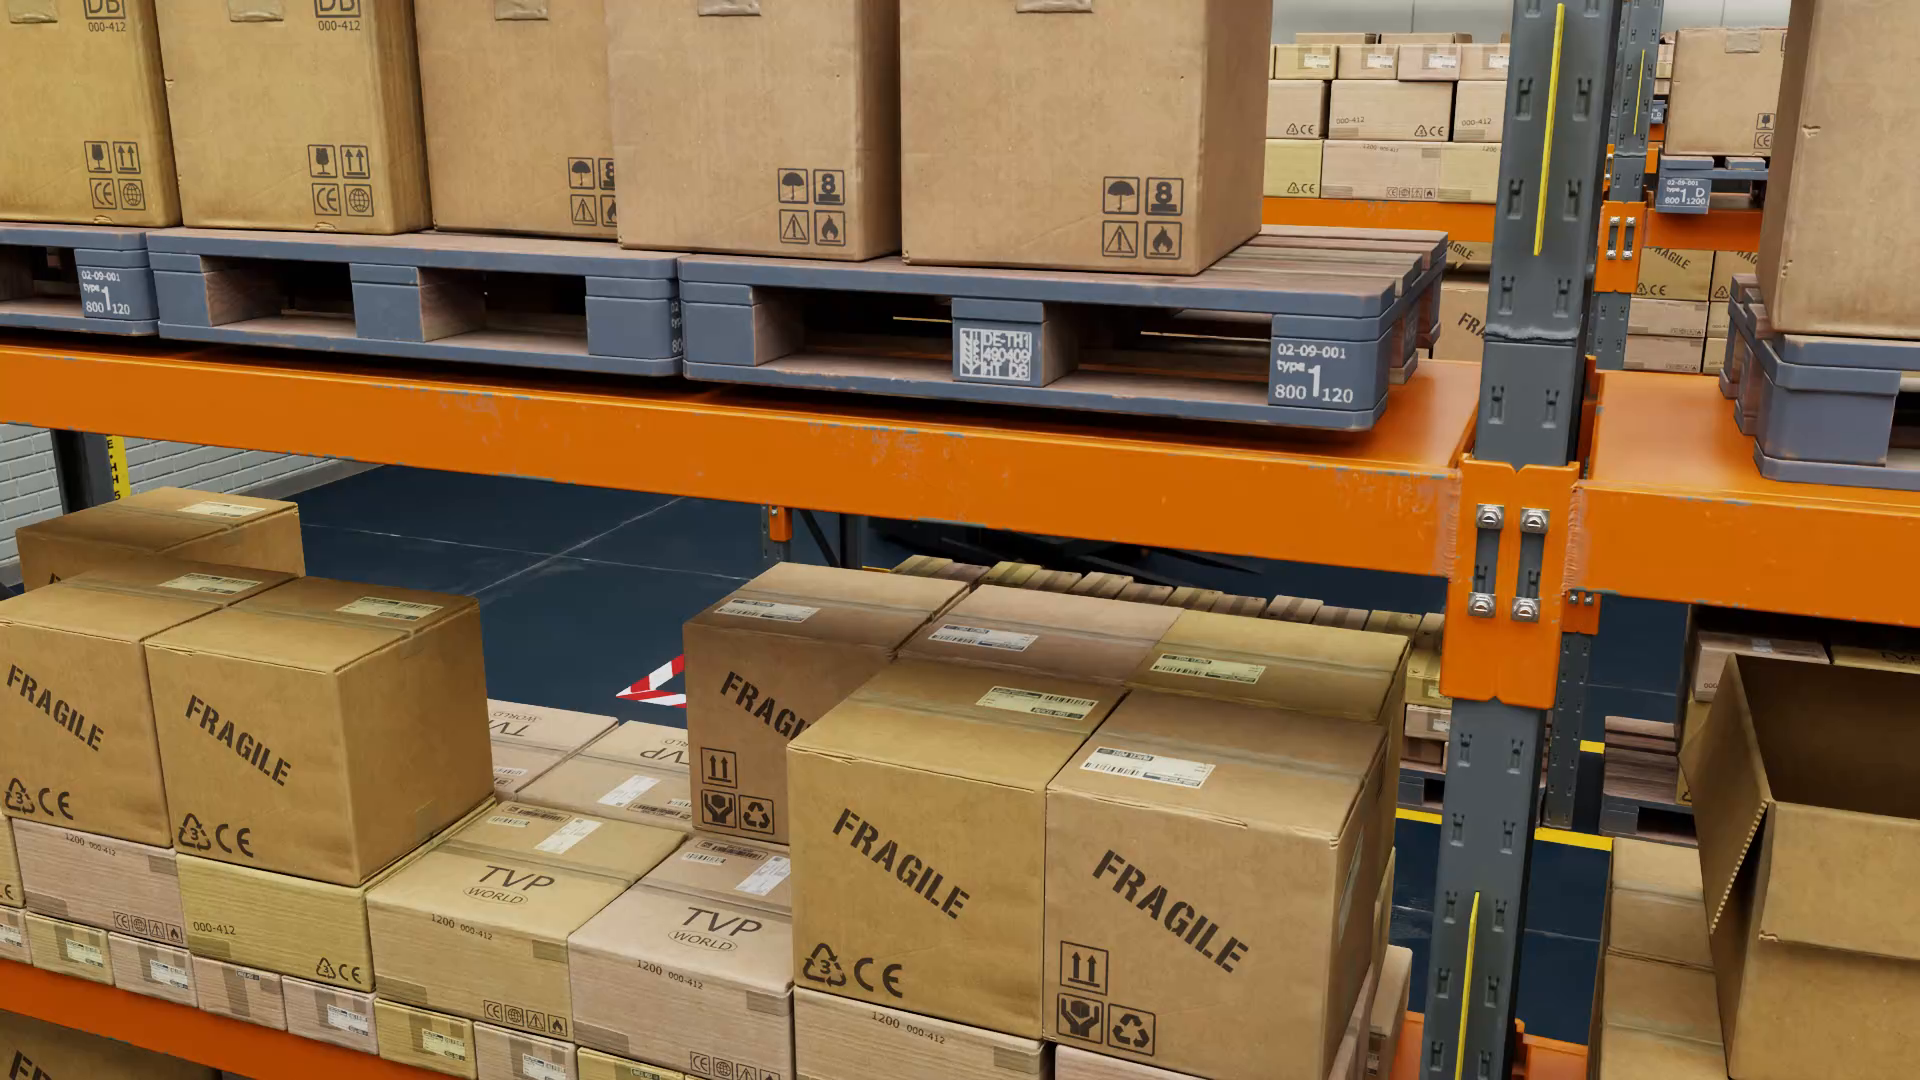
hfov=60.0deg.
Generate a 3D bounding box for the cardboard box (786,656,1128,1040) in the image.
[{"bbox_3d":[0.007,0.570,3.220,0.500,0.500,0.500,6,17,21],"label":"cardboard box"}]

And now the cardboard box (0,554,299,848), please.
[{"bbox_3d":[-1.911,0.361,3.939,0.500,0.500,0.500,6,17,19],"label":"cardboard box"}]

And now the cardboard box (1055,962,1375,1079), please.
[{"bbox_3d":[0.490,0.983,3.142,0.500,0.250,0.500,6,17,20],"label":"cardboard box"}]

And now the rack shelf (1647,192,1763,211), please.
[{"bbox_3d":[4.772,-1.264,6.577,3.809,0.052,0.919,6,17,21],"label":"rack shelf"}]

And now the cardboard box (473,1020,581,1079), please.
[{"bbox_3d":[-0.838,1.048,3.635,0.250,0.149,0.380,7,17,22],"label":"cardboard box"}]

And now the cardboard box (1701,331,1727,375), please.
[{"bbox_3d":[5.428,-1.301,11.544,0.500,0.250,0.500,6,17,19],"label":"cardboard box"}]

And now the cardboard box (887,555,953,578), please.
[{"bbox_3d":[-0.224,0.216,9.342,0.250,0.149,0.380,6,17,21],"label":"cardboard box"}]

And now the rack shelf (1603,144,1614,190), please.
[{"bbox_3d":[2.773,-2.839,12.482,4.000,0.370,1.077,6,17,21],"label":"rack shelf"}]

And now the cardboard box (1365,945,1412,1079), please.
[{"bbox_3d":[0.844,1.035,3.678,0.250,0.149,0.380,6,17,21],"label":"cardboard box"}]

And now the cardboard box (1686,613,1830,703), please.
[{"bbox_3d":[3.502,0.538,7.326,0.500,0.250,0.500,5,17,18],"label":"cardboard box"}]

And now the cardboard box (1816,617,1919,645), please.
[{"bbox_3d":[4.170,0.460,7.593,0.500,0.250,0.500,7,18,23],"label":"cardboard box"}]

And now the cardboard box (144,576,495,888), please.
[{"bbox_3d":[-1.427,0.413,3.762,0.500,0.500,0.500,6,17,19],"label":"cardboard box"}]

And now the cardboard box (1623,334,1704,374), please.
[{"bbox_3d":[4.946,-1.354,11.725,0.500,0.250,0.500,6,17,19],"label":"cardboard box"}]

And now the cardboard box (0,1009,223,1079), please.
[{"bbox_3d":[-2.099,1.485,4.735,0.875,0.875,0.875,6,17,21],"label":"cardboard box"}]

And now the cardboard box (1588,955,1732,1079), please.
[{"bbox_3d":[1.334,1.095,2.842,0.500,0.500,0.500,6,17,21],"label":"cardboard box"}]

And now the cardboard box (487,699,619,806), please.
[{"bbox_3d":[-1.230,0.636,4.338,0.500,0.250,0.500,6,17,19],"label":"cardboard box"}]

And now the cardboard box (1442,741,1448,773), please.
[{"bbox_3d":[2.422,0.971,7.810,0.250,0.149,0.380,7,17,21],"label":"cardboard box"}]

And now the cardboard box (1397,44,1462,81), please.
[{"bbox_3d":[2.028,-2.045,7.113,0.250,0.149,0.380,6,17,21],"label":"cardboard box"}]

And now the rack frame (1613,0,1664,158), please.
[{"bbox_3d":[2.911,-3.126,6.801,0.127,3.000,1.000,6,17,21],"label":"rack frame"}]

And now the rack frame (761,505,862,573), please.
[{"bbox_3d":[-0.810,-0.654,9.046,0.127,3.000,1.000,6,17,21],"label":"rack frame"}]

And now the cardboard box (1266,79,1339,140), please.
[{"bbox_3d":[1.422,-1.943,7.479,0.500,0.250,0.500,7,18,23],"label":"cardboard box"}]

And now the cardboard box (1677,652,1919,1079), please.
[{"bbox_3d":[1.595,0.565,2.870,0.637,0.503,0.797,6,17,19],"label":"cardboard box"}]

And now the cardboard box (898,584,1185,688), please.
[{"bbox_3d":[0.190,0.432,3.694,0.500,0.500,0.500,6,17,21],"label":"cardboard box"}]

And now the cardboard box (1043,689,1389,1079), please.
[{"bbox_3d":[0.472,0.623,3.040,0.500,0.500,0.500,7,18,22],"label":"cardboard box"}]

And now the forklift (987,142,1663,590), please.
[{"bbox_3d":[3.587,-2.758,12.333,7.407,5.209,9.711,-15,22,-41],"label":"forklift"}]

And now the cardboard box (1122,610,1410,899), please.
[{"bbox_3d":[0.646,0.485,3.514,0.500,0.500,0.500,6,17,21],"label":"cardboard box"}]

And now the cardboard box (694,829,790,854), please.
[{"bbox_3d":[-0.288,0.741,3.978,0.500,0.250,0.500,7,17,22],"label":"cardboard box"}]

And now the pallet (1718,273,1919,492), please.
[{"bbox_3d":[1.868,-0.236,2.571,1.217,0.209,0.805,6,17,18],"label":"pallet"}]

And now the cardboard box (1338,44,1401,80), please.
[{"bbox_3d":[1.827,-2.102,7.311,0.250,0.149,0.380,7,18,23],"label":"cardboard box"}]

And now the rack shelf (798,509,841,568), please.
[{"bbox_3d":[-0.811,-0.653,9.044,0.053,2.616,0.949,6,17,21],"label":"rack shelf"}]

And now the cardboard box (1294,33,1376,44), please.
[{"bbox_3d":[2.733,-3.441,12.155,0.500,0.500,0.500,7,17,22],"label":"cardboard box"}]

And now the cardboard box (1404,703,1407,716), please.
[{"bbox_3d":[1.990,0.783,7.924,0.250,0.149,0.380,6,17,19],"label":"cardboard box"}]

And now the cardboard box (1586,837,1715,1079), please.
[{"bbox_3d":[1.533,0.960,3.307,0.500,0.500,0.500,6,17,21],"label":"cardboard box"}]

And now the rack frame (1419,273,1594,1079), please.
[{"bbox_3d":[0.997,1.031,3.242,0.127,3.000,1.000,6,17,21],"label":"rack frame"}]

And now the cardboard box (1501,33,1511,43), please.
[{"bbox_3d":[4.163,-3.392,11.985,0.500,0.500,0.500,7,17,22],"label":"cardboard box"}]

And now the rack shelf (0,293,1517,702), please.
[{"bbox_3d":[-0.863,-0.269,3.628,4.000,0.370,1.077,6,17,21],"label":"rack shelf"}]

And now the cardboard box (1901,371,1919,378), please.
[{"bbox_3d":[6.361,-1.191,11.165,0.500,0.250,0.500,6,17,20],"label":"cardboard box"}]

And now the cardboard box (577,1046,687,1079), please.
[{"bbox_3d":[-0.602,1.074,3.544,0.250,0.149,0.380,6,17,20],"label":"cardboard box"}]

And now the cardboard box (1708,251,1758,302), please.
[{"bbox_3d":[5.421,-1.903,11.375,0.500,0.500,0.500,6,17,20],"label":"cardboard box"}]

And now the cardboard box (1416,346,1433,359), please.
[{"bbox_3d":[1.892,-0.945,7.544,0.500,0.500,0.500,6,17,19],"label":"cardboard box"}]

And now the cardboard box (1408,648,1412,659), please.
[{"bbox_3d":[1.998,0.628,7.922,0.250,0.149,0.380,6,17,20],"label":"cardboard box"}]

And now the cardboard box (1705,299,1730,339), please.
[{"bbox_3d":[5.435,-1.543,11.480,0.500,0.250,0.500,7,17,21],"label":"cardboard box"}]

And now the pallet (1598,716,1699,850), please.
[{"bbox_3d":[3.636,1.174,7.753,1.213,0.211,1.003,6,17,21],"label":"pallet"}]

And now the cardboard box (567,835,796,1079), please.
[{"bbox_3d":[-0.467,0.879,3.502,0.500,0.250,0.500,7,17,22],"label":"cardboard box"}]

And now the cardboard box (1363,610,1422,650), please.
[{"bbox_3d":[2.179,0.491,8.395,0.269,0.149,0.392,7,18,23],"label":"cardboard box"}]

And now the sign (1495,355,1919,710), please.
[{"bbox_3d":[5.397,-1.940,8.319,4.000,0.966,14.919,6,17,21],"label":"sign"}]

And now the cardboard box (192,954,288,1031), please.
[{"bbox_3d":[-1.558,0.969,3.906,0.250,0.149,0.380,6,17,20],"label":"cardboard box"}]

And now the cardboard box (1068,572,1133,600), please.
[{"bbox_3d":[0.764,0.306,9.032,0.250,0.149,0.380,7,18,23],"label":"cardboard box"}]

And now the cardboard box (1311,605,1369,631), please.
[{"bbox_3d":[1.928,0.470,8.466,0.250,0.149,0.380,6,17,19],"label":"cardboard box"}]

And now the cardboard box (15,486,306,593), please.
[{"bbox_3d":[-2.174,0.173,4.589,0.500,0.500,0.500,7,17,21],"label":"cardboard box"}]

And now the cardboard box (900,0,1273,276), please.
[{"bbox_3d":[0.247,-0.772,2.959,0.500,0.500,0.700,5,17,17],"label":"cardboard box"}]

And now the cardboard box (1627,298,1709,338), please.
[{"bbox_3d":[4.939,-1.589,11.639,0.500,0.250,0.500,6,17,19],"label":"cardboard box"}]

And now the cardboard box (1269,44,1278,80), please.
[{"bbox_3d":[1.307,-2.132,7.413,0.265,0.149,0.390,7,18,22],"label":"cardboard box"}]
